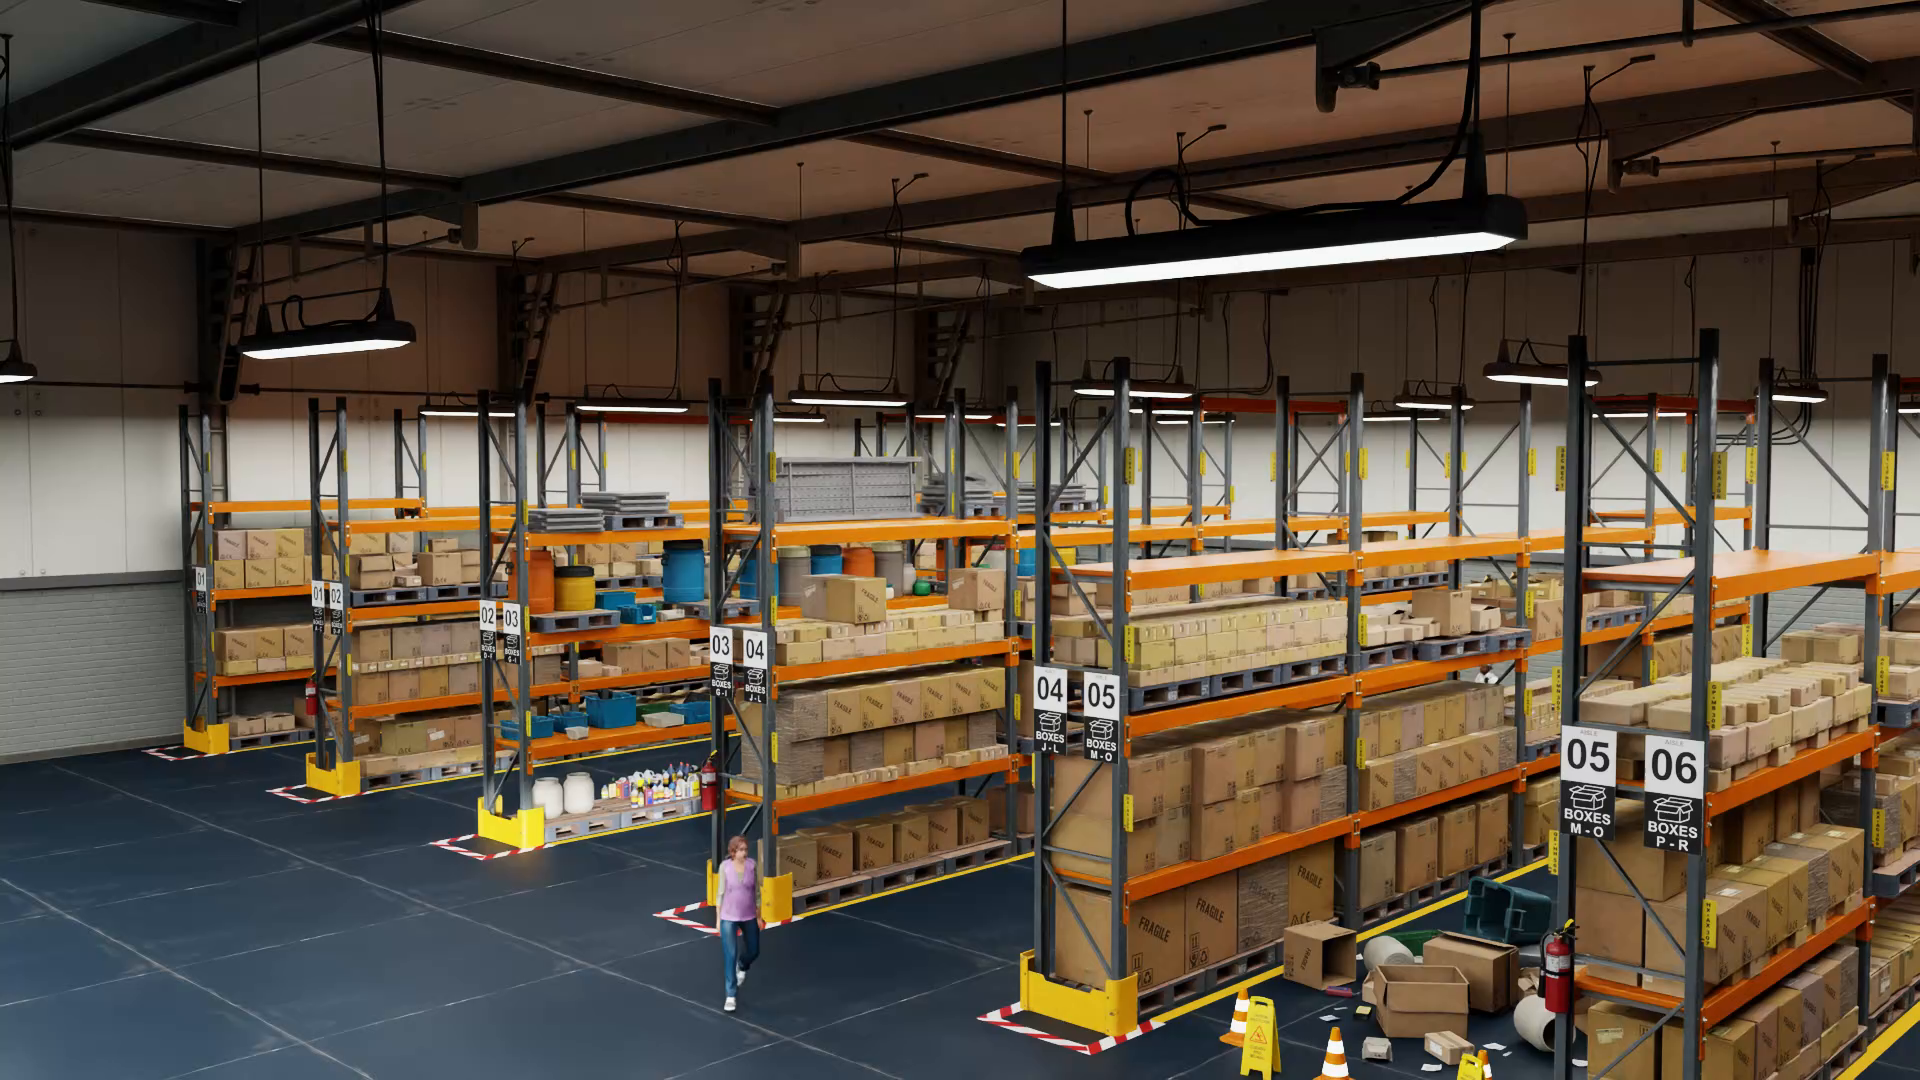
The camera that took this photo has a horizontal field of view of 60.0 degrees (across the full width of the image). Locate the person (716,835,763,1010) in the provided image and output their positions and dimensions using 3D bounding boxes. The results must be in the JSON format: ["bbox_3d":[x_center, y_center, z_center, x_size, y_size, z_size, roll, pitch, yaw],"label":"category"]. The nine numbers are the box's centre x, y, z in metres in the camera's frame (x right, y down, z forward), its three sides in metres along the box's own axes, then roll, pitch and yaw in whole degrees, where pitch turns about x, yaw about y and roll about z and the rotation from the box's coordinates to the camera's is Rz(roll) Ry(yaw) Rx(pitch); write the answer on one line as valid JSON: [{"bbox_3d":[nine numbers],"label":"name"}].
[{"bbox_3d":[-2.084,3.540,15.605,0.430,1.588,0.623,-1,3,-19],"label":"person"}]

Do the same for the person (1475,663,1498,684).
[{"bbox_3d":[8.929,2.831,28.387,0.947,1.633,0.462,-2,4,-37],"label":"person"}]
